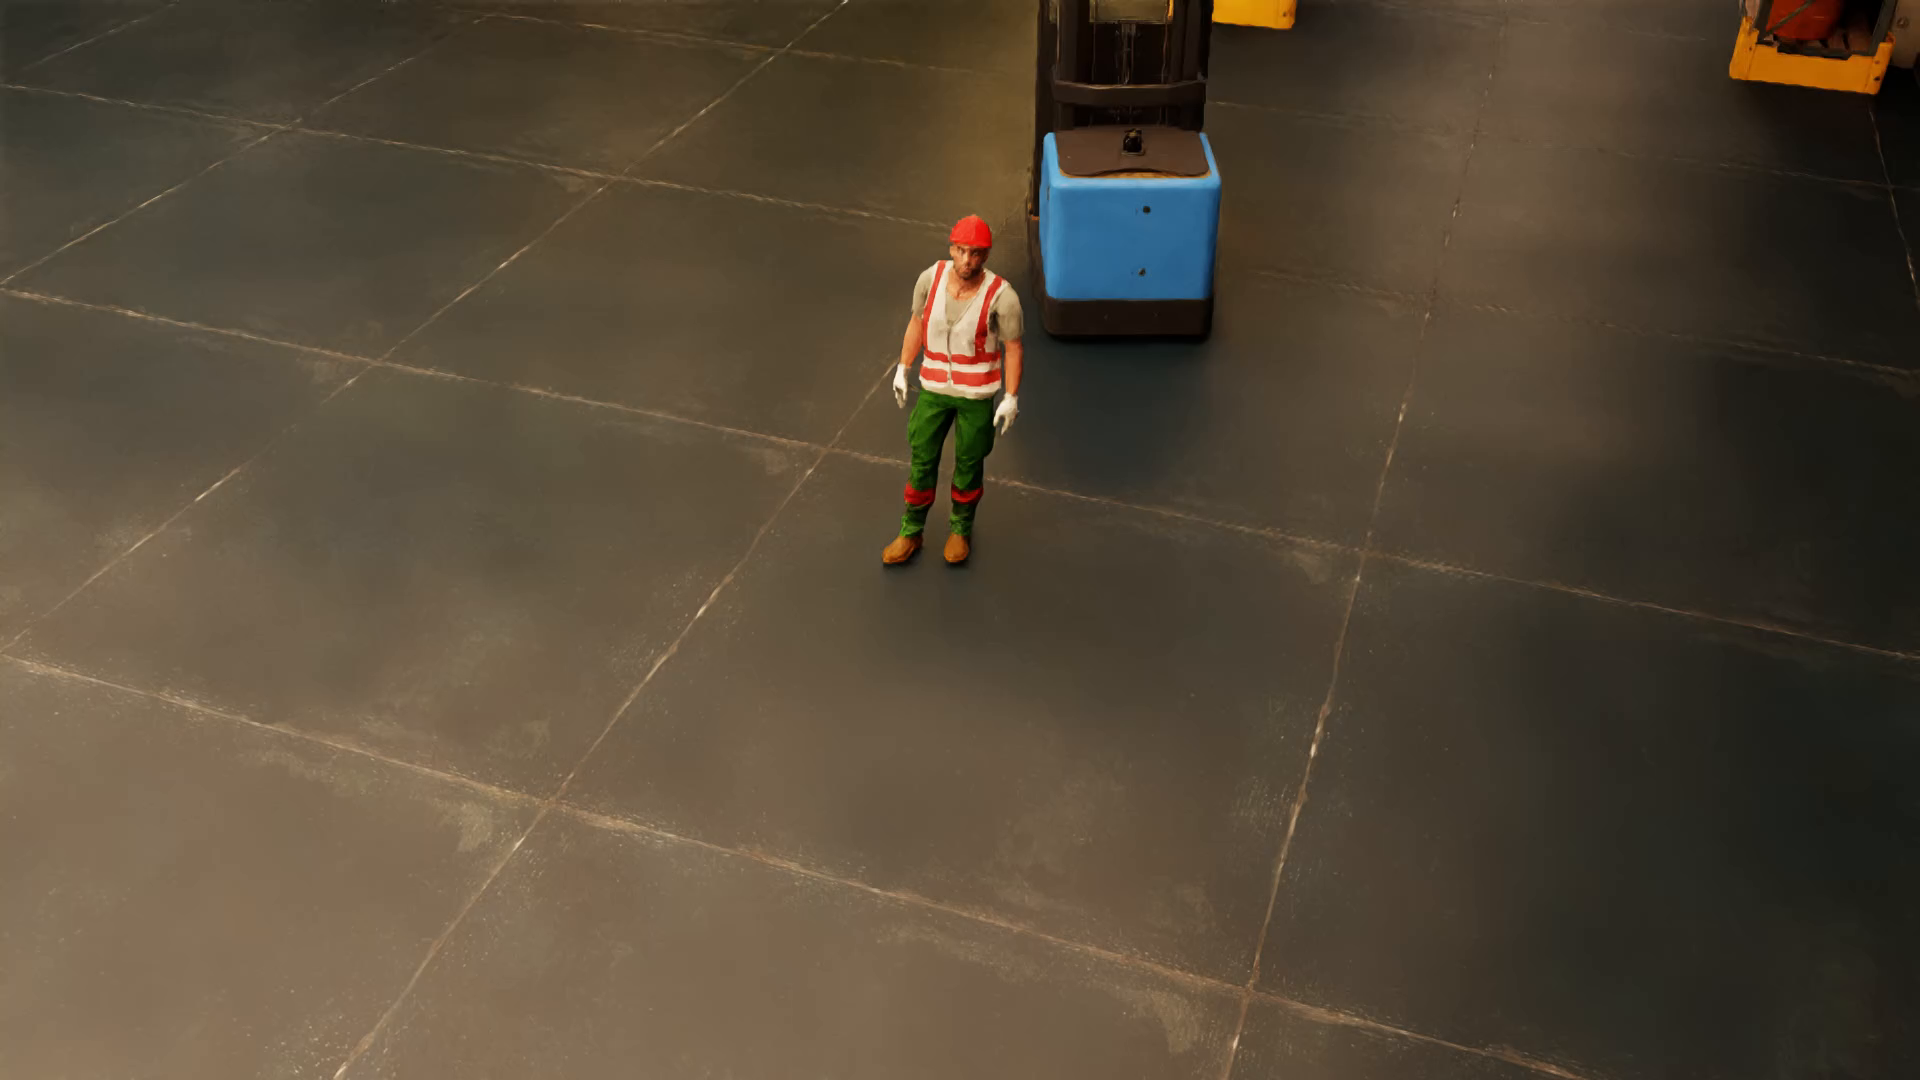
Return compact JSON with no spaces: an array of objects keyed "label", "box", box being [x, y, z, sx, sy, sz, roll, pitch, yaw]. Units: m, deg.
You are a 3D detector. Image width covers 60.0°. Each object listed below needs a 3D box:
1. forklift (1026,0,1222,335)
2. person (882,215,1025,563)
[{"label":"forklift","box":[1.032,-3.287,10.746,1.130,2.935,3.031,0,35,0]},{"label":"person","box":[-0.037,-0.694,8.065,0.637,1.787,0.563,12,37,16]}]
